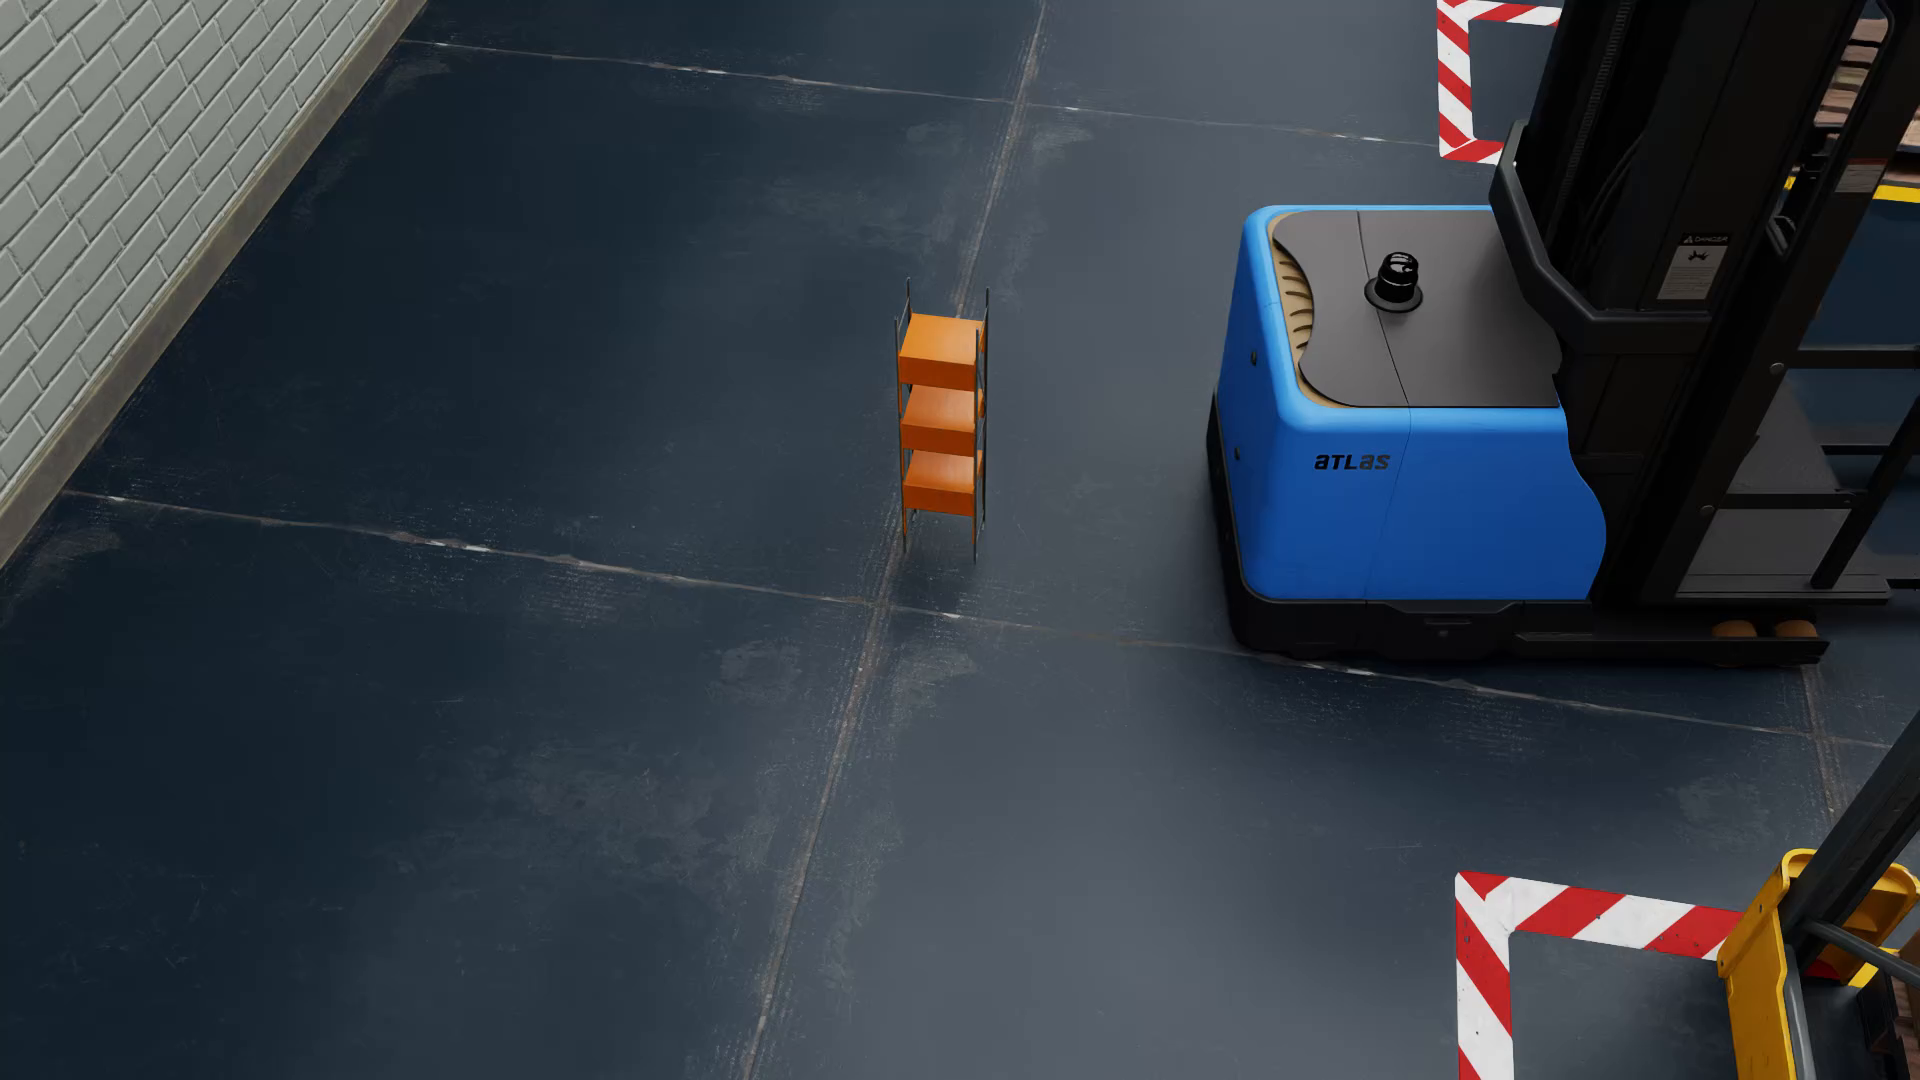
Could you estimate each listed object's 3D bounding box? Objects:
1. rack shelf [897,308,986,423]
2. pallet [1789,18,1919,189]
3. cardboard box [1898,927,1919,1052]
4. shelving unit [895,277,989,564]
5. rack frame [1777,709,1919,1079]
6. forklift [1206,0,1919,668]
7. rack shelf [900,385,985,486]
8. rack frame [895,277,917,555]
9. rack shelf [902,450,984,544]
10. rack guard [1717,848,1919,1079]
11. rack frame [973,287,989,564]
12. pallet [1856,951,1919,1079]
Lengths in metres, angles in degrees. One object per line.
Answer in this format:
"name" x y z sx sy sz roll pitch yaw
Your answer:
"rack shelf" -0.053 -0.541 5.163 0.240 0.259 0.215 8 49 7
"pallet" 3.825 -1.984 7.390 1.213 0.211 1.003 8 49 7
"cardboard box" 2.715 1.152 4.083 0.500 0.500 0.500 8 49 7
"shelving unit" -0.053 -0.358 5.366 0.252 1.050 0.215 8 49 7
"rack frame" 2.136 0.572 3.219 0.127 3.000 1.000 8 49 7
"forklift" 2.397 -0.966 4.648 3.031 2.935 1.130 0 48 0
"rack shelf" -0.053 -0.351 5.374 0.240 0.259 0.215 8 49 7
"rack frame" -0.173 -0.374 5.380 0.008 1.050 0.200 8 49 7
"rack shelf" -0.053 -0.165 5.580 0.240 0.259 0.215 8 49 7
"rack guard" 2.211 1.418 4.140 0.348 0.500 1.175 8 49 7
"rack frame" 0.067 -0.342 5.351 0.008 1.050 0.200 8 49 7
"pallet" 2.996 1.619 4.154 1.213 0.211 1.003 8 49 7
